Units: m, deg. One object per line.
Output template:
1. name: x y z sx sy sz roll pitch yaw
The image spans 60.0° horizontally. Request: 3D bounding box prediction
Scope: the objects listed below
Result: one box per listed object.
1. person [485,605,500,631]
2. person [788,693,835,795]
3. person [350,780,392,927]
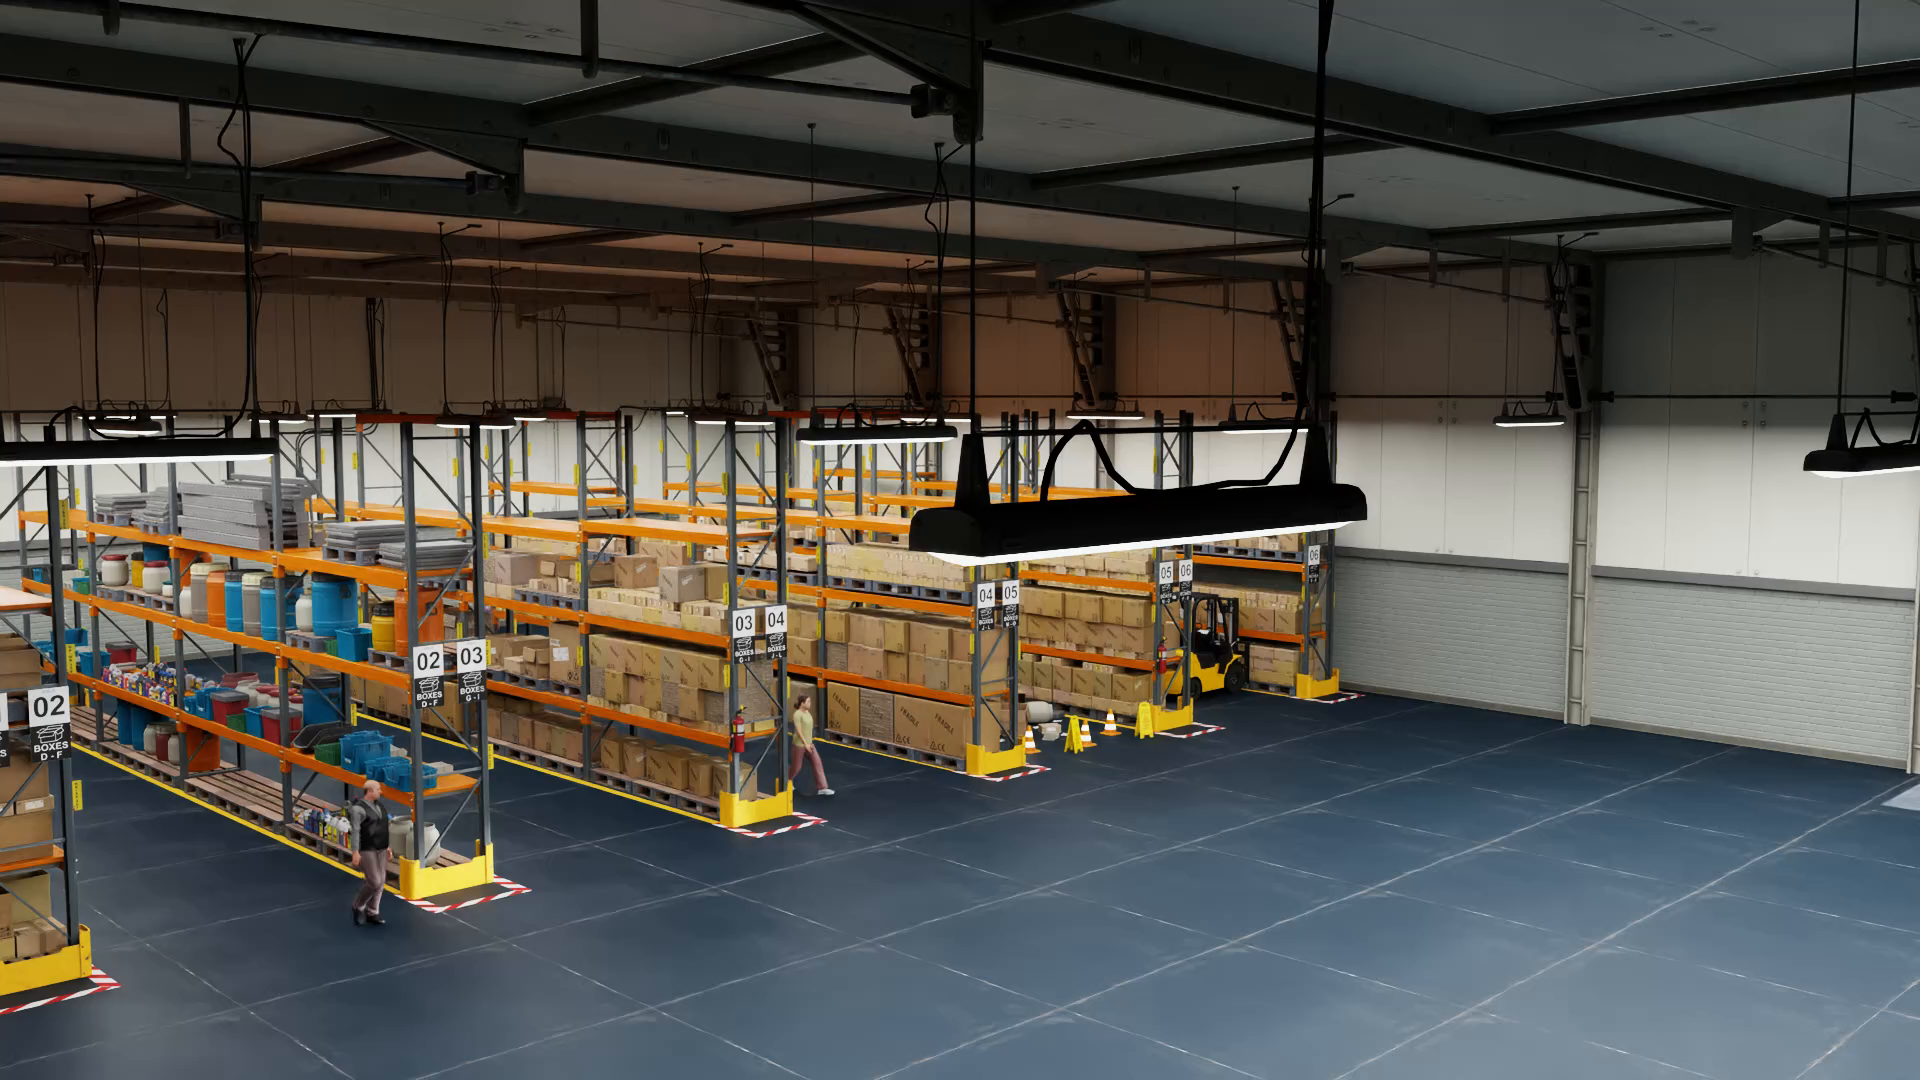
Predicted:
1. person: -11.352 2.041 40.389 0.460 1.567 0.858 3 6 32
2. person: -2.428 3.225 26.391 1.021 1.583 0.447 3 6 30
3. person: -7.028 3.750 19.951 0.448 1.732 0.576 2 5 22
